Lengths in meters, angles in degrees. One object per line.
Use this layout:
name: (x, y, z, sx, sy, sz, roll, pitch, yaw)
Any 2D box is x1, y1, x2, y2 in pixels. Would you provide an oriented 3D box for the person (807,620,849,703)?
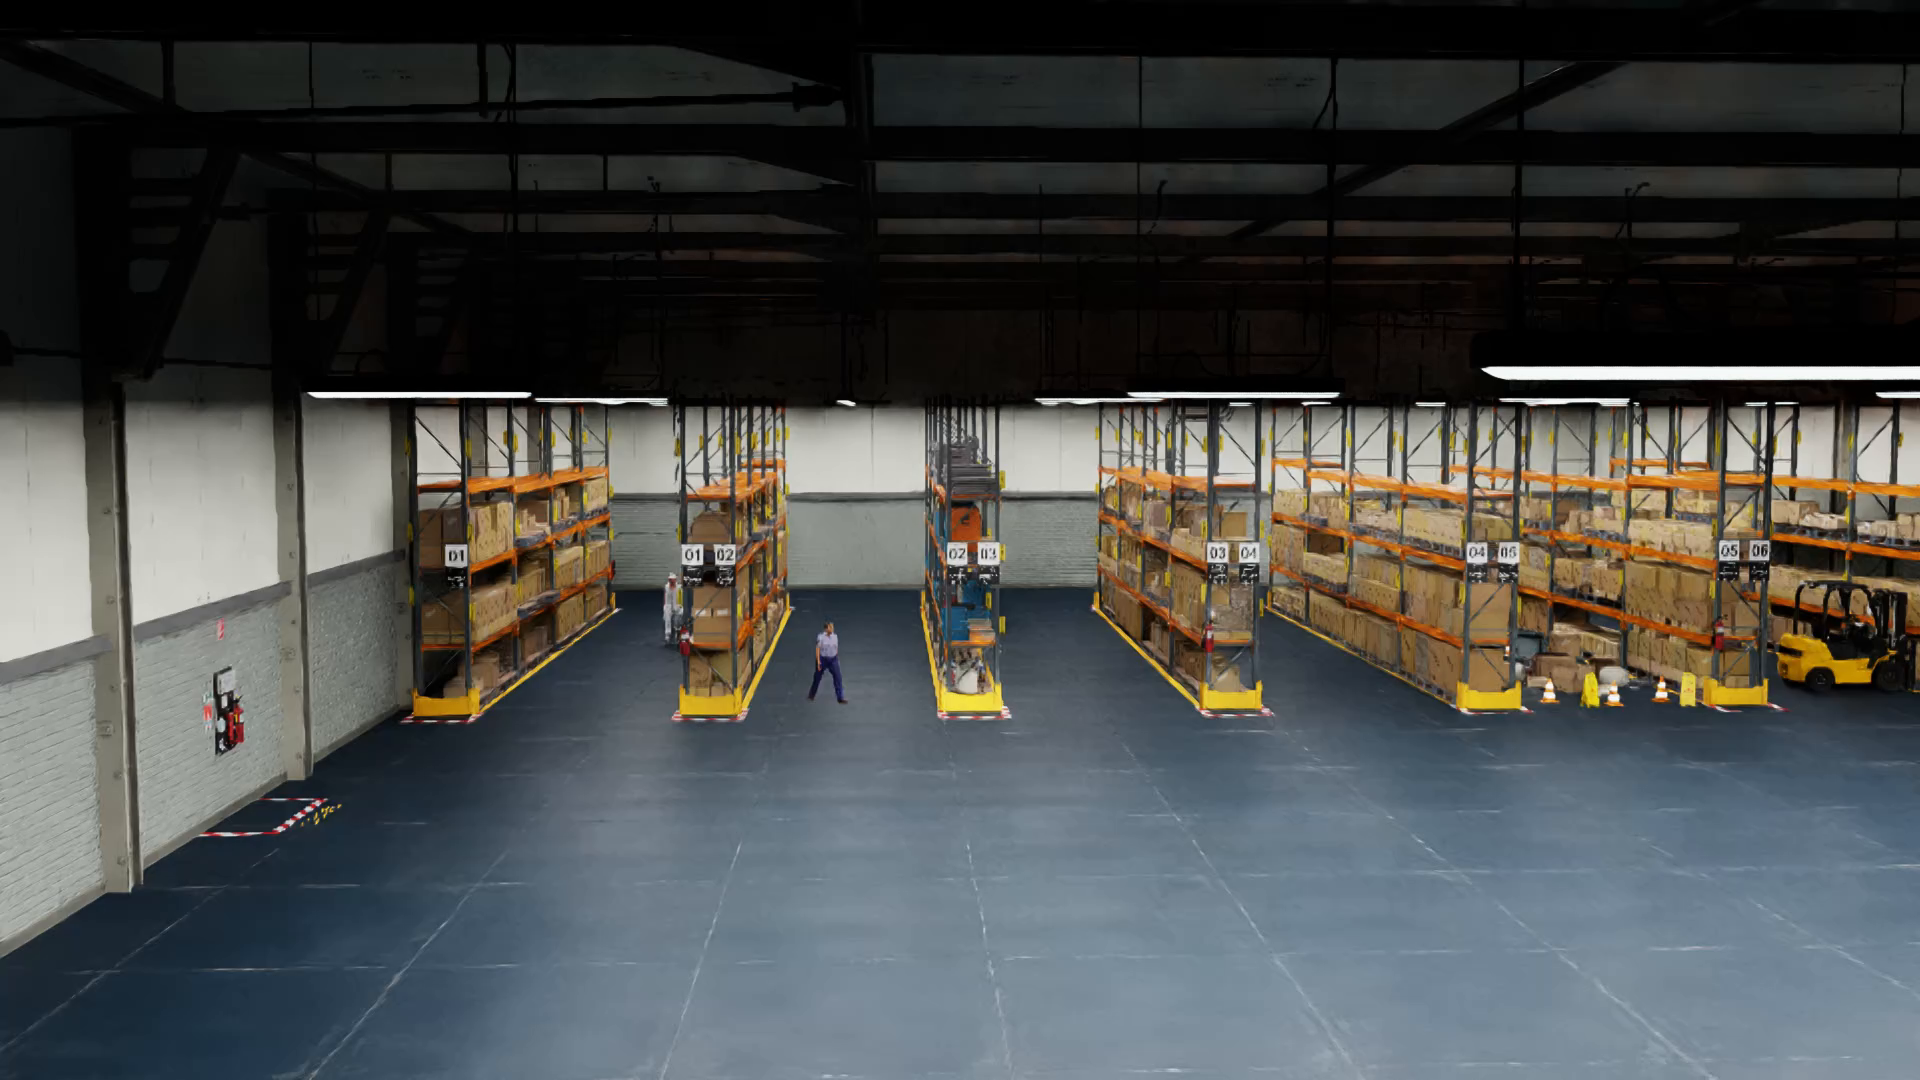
person: (-2.604, 2.369, 32.347, 0.590, 1.590, 0.917, -3, 5, -29)

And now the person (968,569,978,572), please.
person: (0.423, 1.090, 48.444, 0.592, 1.610, 0.717, -3, 5, -29)

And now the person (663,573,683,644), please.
person: (-7.013, 1.644, 40.653, 0.550, 1.709, 1.124, 0, 5, -5)

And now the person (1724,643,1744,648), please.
person: (16.530, 2.043, 35.517, 0.450, 1.727, 0.584, -3, 5, -34)
